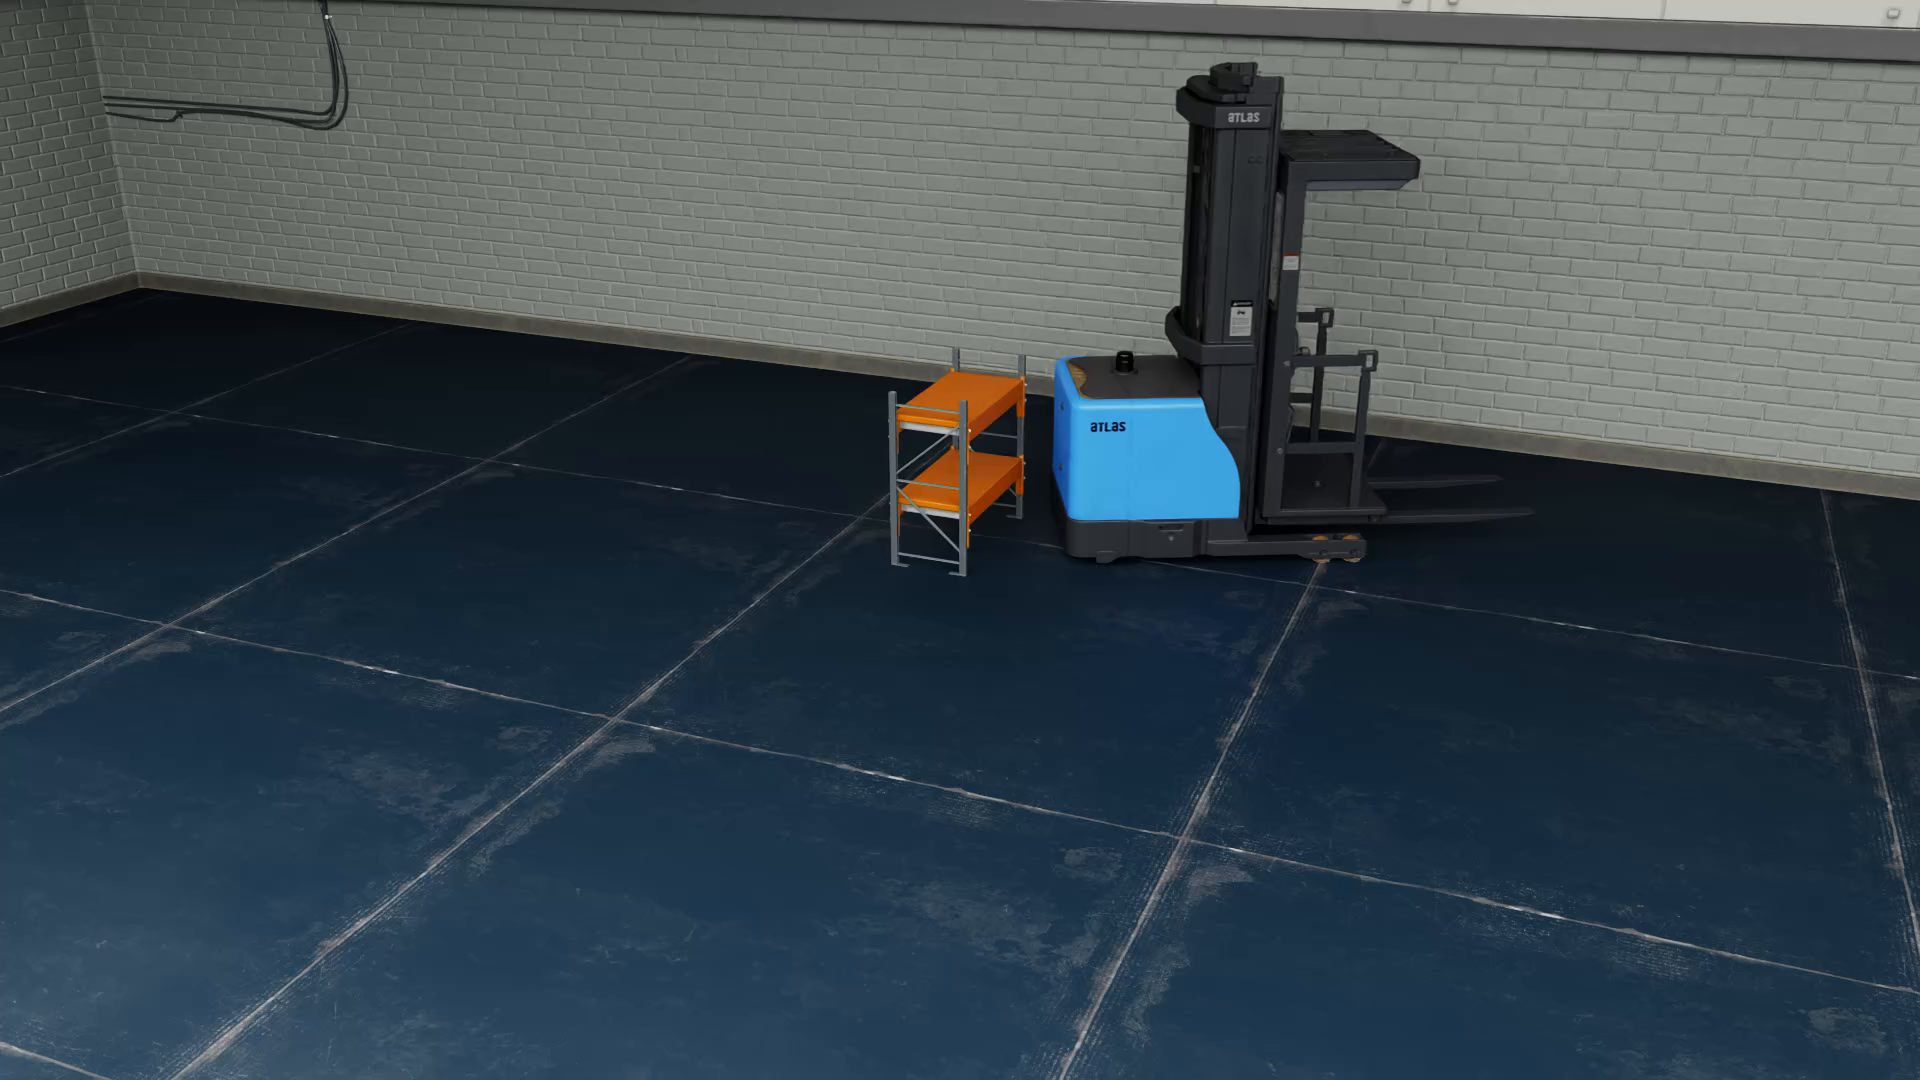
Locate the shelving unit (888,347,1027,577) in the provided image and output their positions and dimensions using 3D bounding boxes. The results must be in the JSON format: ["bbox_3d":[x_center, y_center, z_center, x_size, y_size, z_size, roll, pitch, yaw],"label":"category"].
[{"bbox_3d":[-0.002,-0.517,10.527,0.538,1.125,1.048,9,24,20],"label":"shelving unit"}]

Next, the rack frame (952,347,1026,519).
[{"bbox_3d":[0.186,-0.699,10.963,0.500,1.125,0.032,9,24,20],"label":"rack frame"}]

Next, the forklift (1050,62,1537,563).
[{"bbox_3d":[2.142,-1.411,10.325,3.031,2.935,1.130,-1,23,-3],"label":"forklift"}]

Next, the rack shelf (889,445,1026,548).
[{"bbox_3d":[-0.002,-0.291,10.622,0.538,0.278,1.000,9,24,20],"label":"rack shelf"}]

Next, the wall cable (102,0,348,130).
[{"bbox_3d":[-6.995,-5.071,15.244,3.097,2.526,0.112,9,24,20],"label":"wall cable"}]

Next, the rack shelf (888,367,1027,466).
[{"bbox_3d":[-0.002,-0.787,10.415,0.538,0.278,1.000,9,24,20],"label":"rack shelf"}]

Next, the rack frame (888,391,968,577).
[{"bbox_3d":[-0.191,-0.335,10.092,0.500,1.125,0.032,9,24,20],"label":"rack frame"}]
